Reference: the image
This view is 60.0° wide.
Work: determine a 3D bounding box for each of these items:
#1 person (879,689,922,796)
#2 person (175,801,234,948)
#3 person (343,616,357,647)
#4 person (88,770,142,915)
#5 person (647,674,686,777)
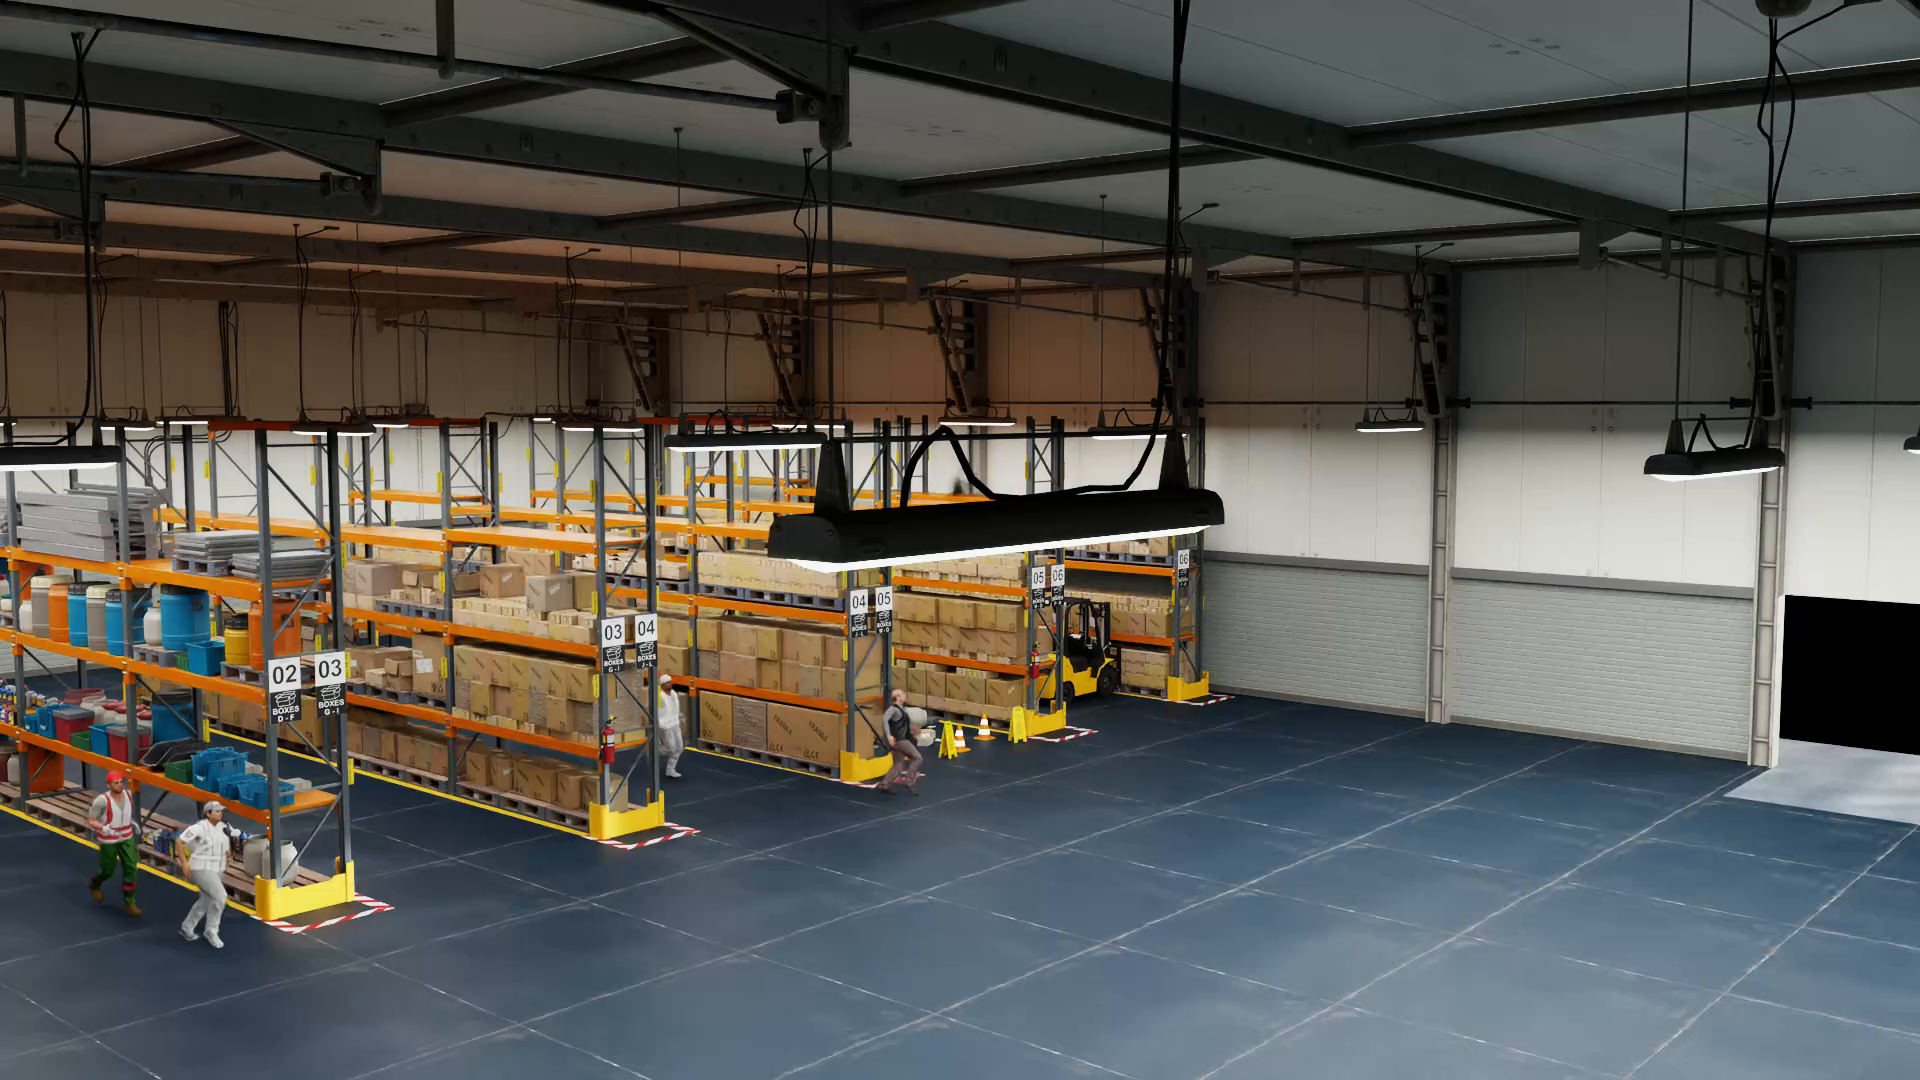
[{"bbox_3d":[-0.954,3.249,26.798,0.698,1.678,0.641,0,5,-2],"label":"person"},{"bbox_3d":[-8.826,3.899,19.554,0.682,1.641,0.614,1,5,14],"label":"person"},{"bbox_3d":[-13.342,2.470,35.971,0.763,1.750,0.998,-5,7,-44],"label":"person"},{"bbox_3d":[-10.503,3.719,20.631,0.984,1.777,0.634,4,6,37],"label":"person"},{"bbox_3d":[-4.973,3.131,28.112,0.625,1.735,0.683,2,5,27],"label":"person"}]
